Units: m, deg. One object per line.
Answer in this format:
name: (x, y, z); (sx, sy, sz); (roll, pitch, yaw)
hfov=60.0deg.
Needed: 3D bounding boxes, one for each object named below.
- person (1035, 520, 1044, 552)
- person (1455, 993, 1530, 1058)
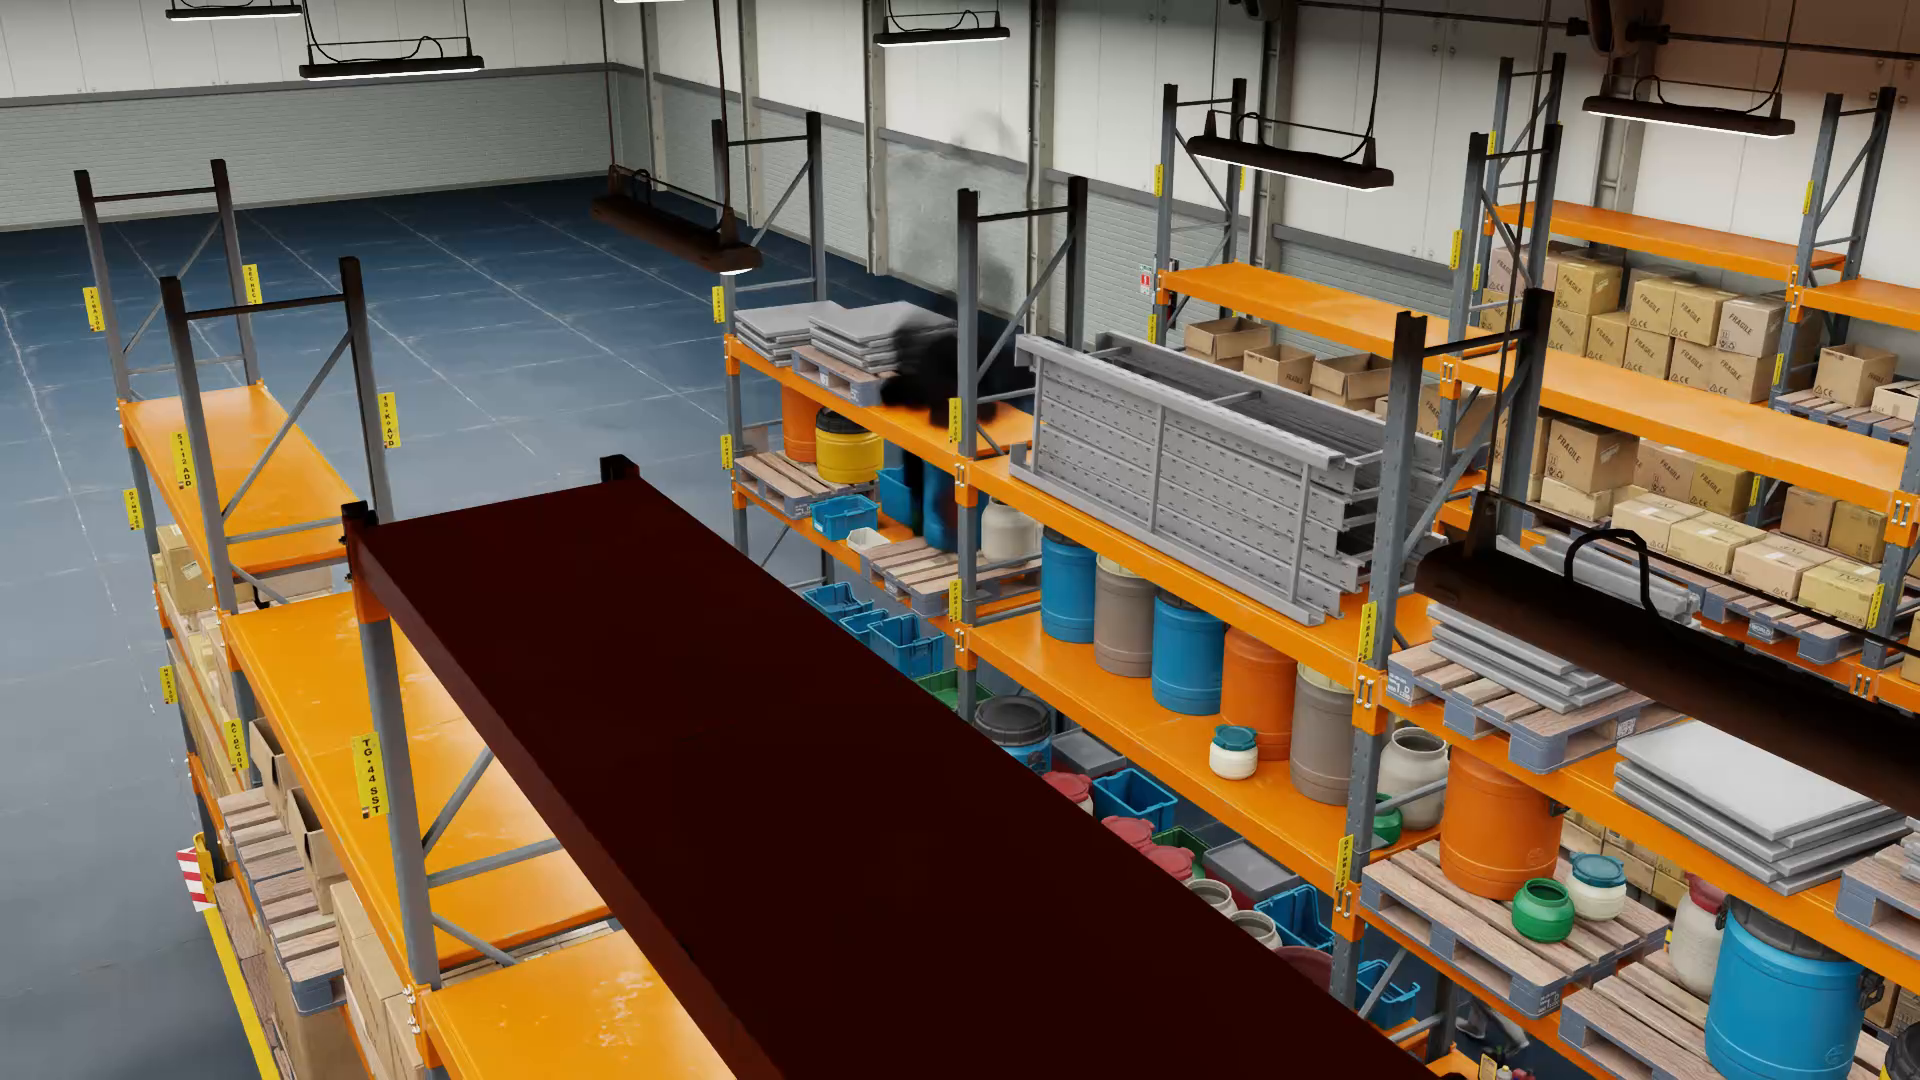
person: (1.032, -0.186, 19.699); (0.549, 1.625, 0.616); (-6, 23, -15)
person: (3.870, 2.940, 11.839); (0.590, 1.683, 0.721); (-12, 25, -28)
